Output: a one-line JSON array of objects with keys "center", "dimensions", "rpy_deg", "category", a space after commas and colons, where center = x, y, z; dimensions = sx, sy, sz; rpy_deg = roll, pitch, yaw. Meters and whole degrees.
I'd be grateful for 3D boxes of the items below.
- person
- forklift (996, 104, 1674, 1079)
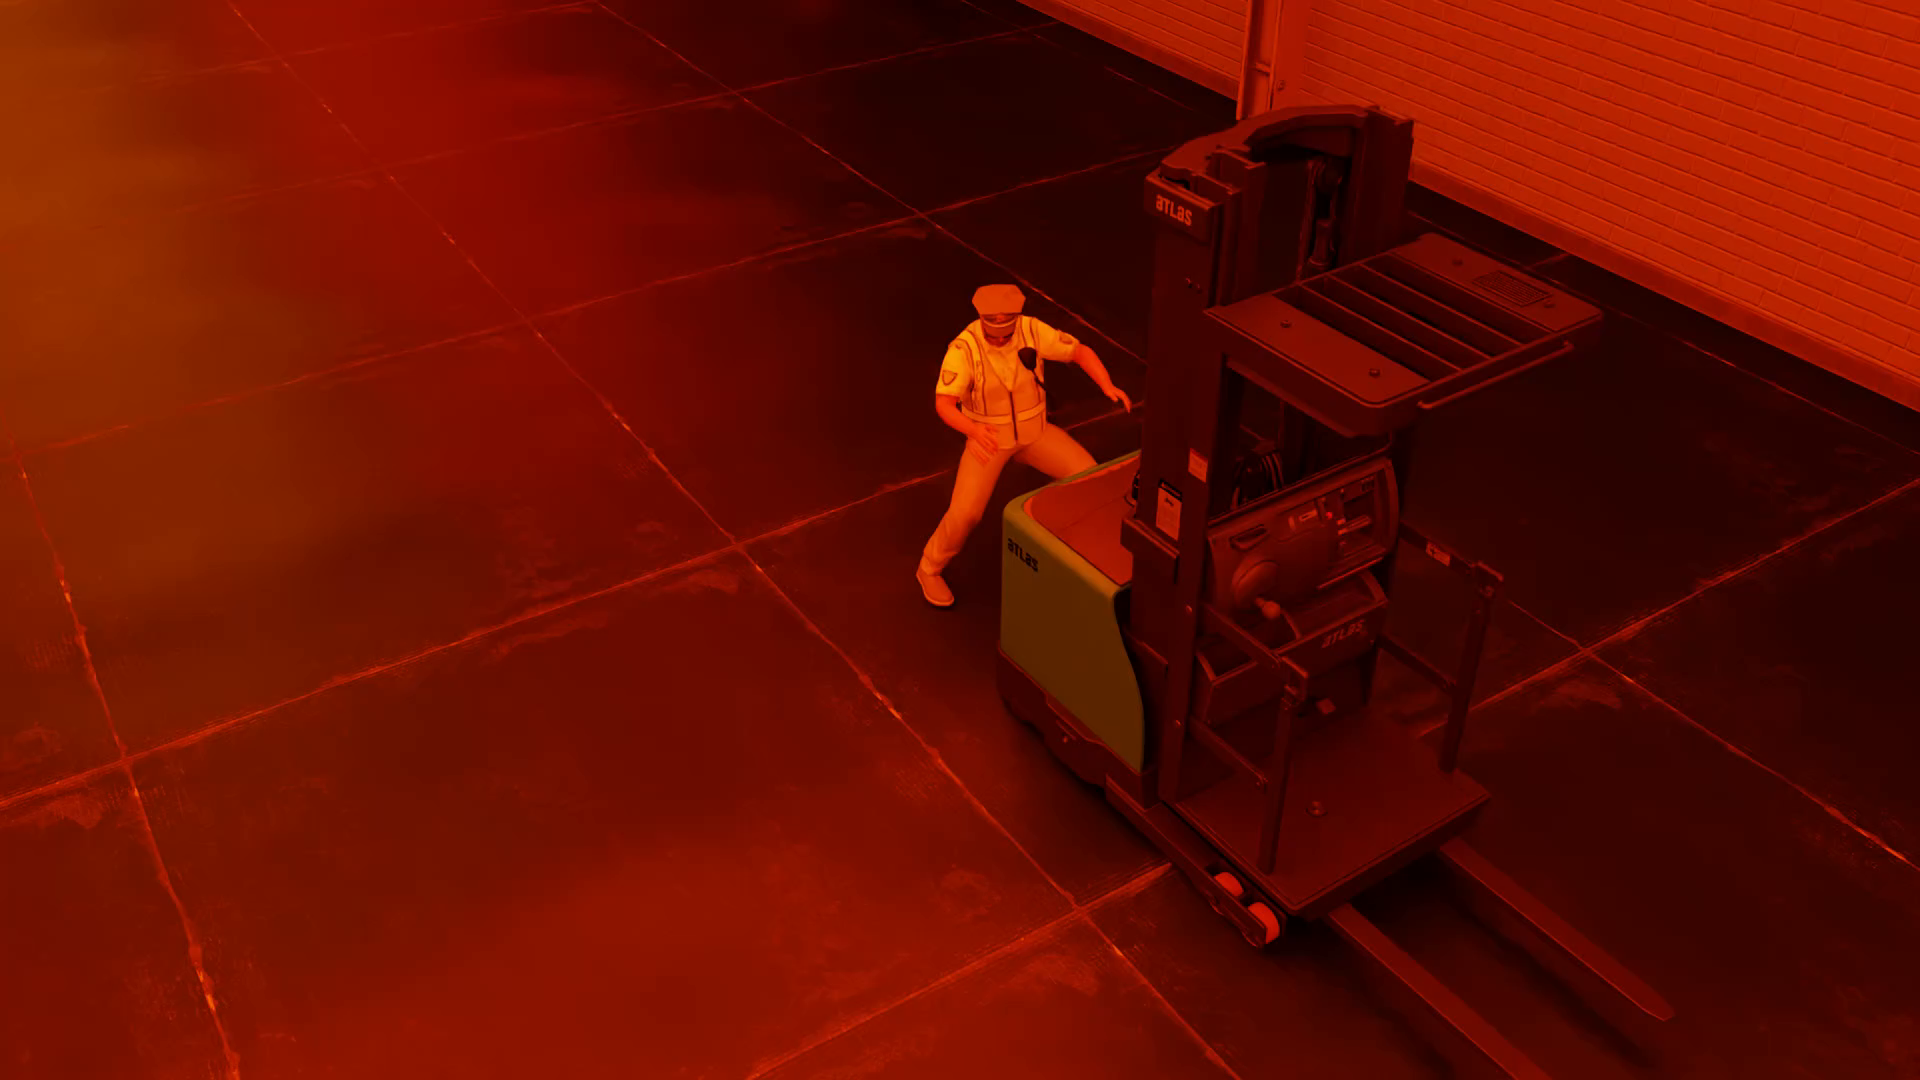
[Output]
[{"center": [0.276, -0.477, 8.043], "dimensions": [1.006, 1.530, 0.787], "rpy_deg": [-8, 36, -11], "category": "person"}, {"center": [1.412, 0.059, 6.063], "dimensions": [1.130, 2.935, 3.031], "rpy_deg": [-21, 40, -28], "category": "forklift"}]
